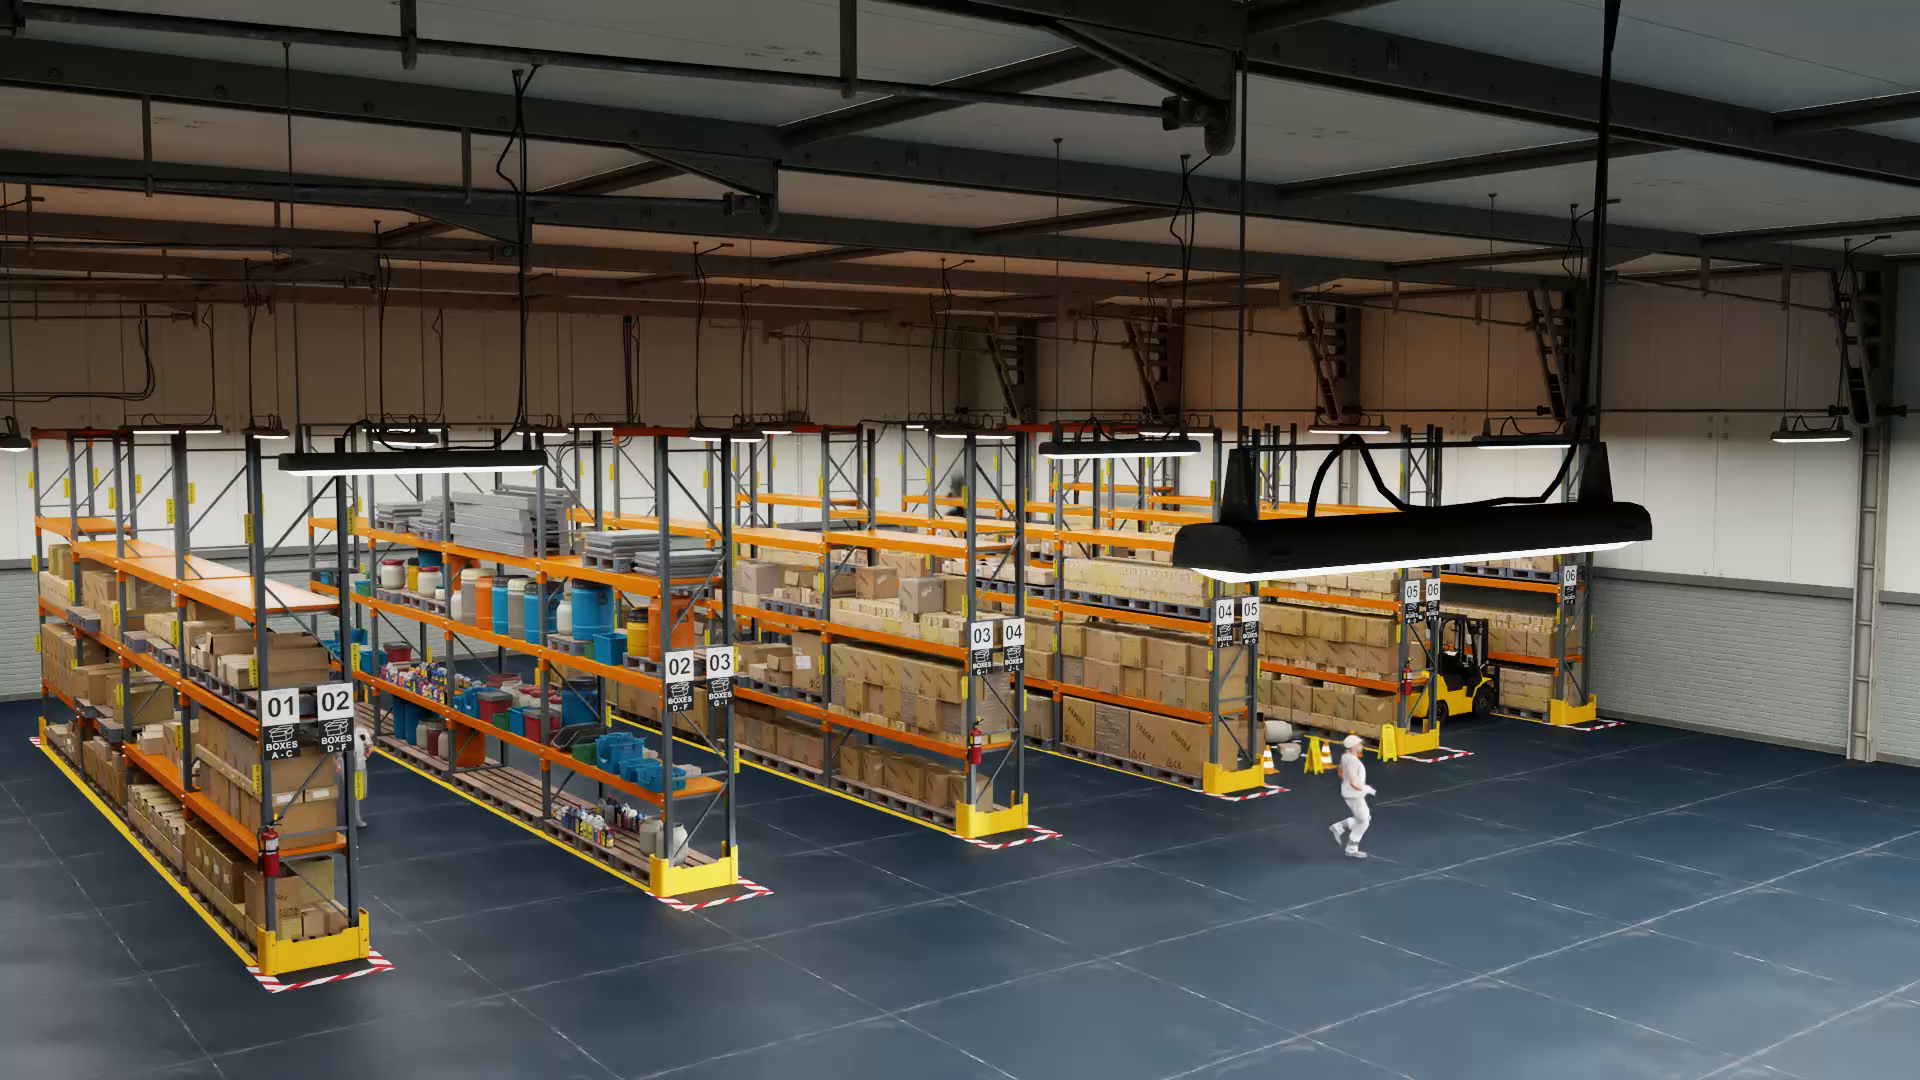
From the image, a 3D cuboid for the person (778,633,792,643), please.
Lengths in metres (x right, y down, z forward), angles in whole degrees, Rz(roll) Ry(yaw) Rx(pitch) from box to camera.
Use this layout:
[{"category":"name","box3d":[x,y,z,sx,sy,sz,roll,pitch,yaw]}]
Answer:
[{"category":"person","box3d":[-4.378,2.164,42.397,0.822,1.736,0.590,-3,6,-36]}]

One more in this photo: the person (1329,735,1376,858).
[{"category":"person","box3d":[5.550,3.621,23.518,0.601,1.742,0.657,0,4,4]}]

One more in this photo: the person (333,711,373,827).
[{"category":"person","box3d":[-9.286,3.457,25.380,0.666,1.751,0.809,-4,6,-41]}]
